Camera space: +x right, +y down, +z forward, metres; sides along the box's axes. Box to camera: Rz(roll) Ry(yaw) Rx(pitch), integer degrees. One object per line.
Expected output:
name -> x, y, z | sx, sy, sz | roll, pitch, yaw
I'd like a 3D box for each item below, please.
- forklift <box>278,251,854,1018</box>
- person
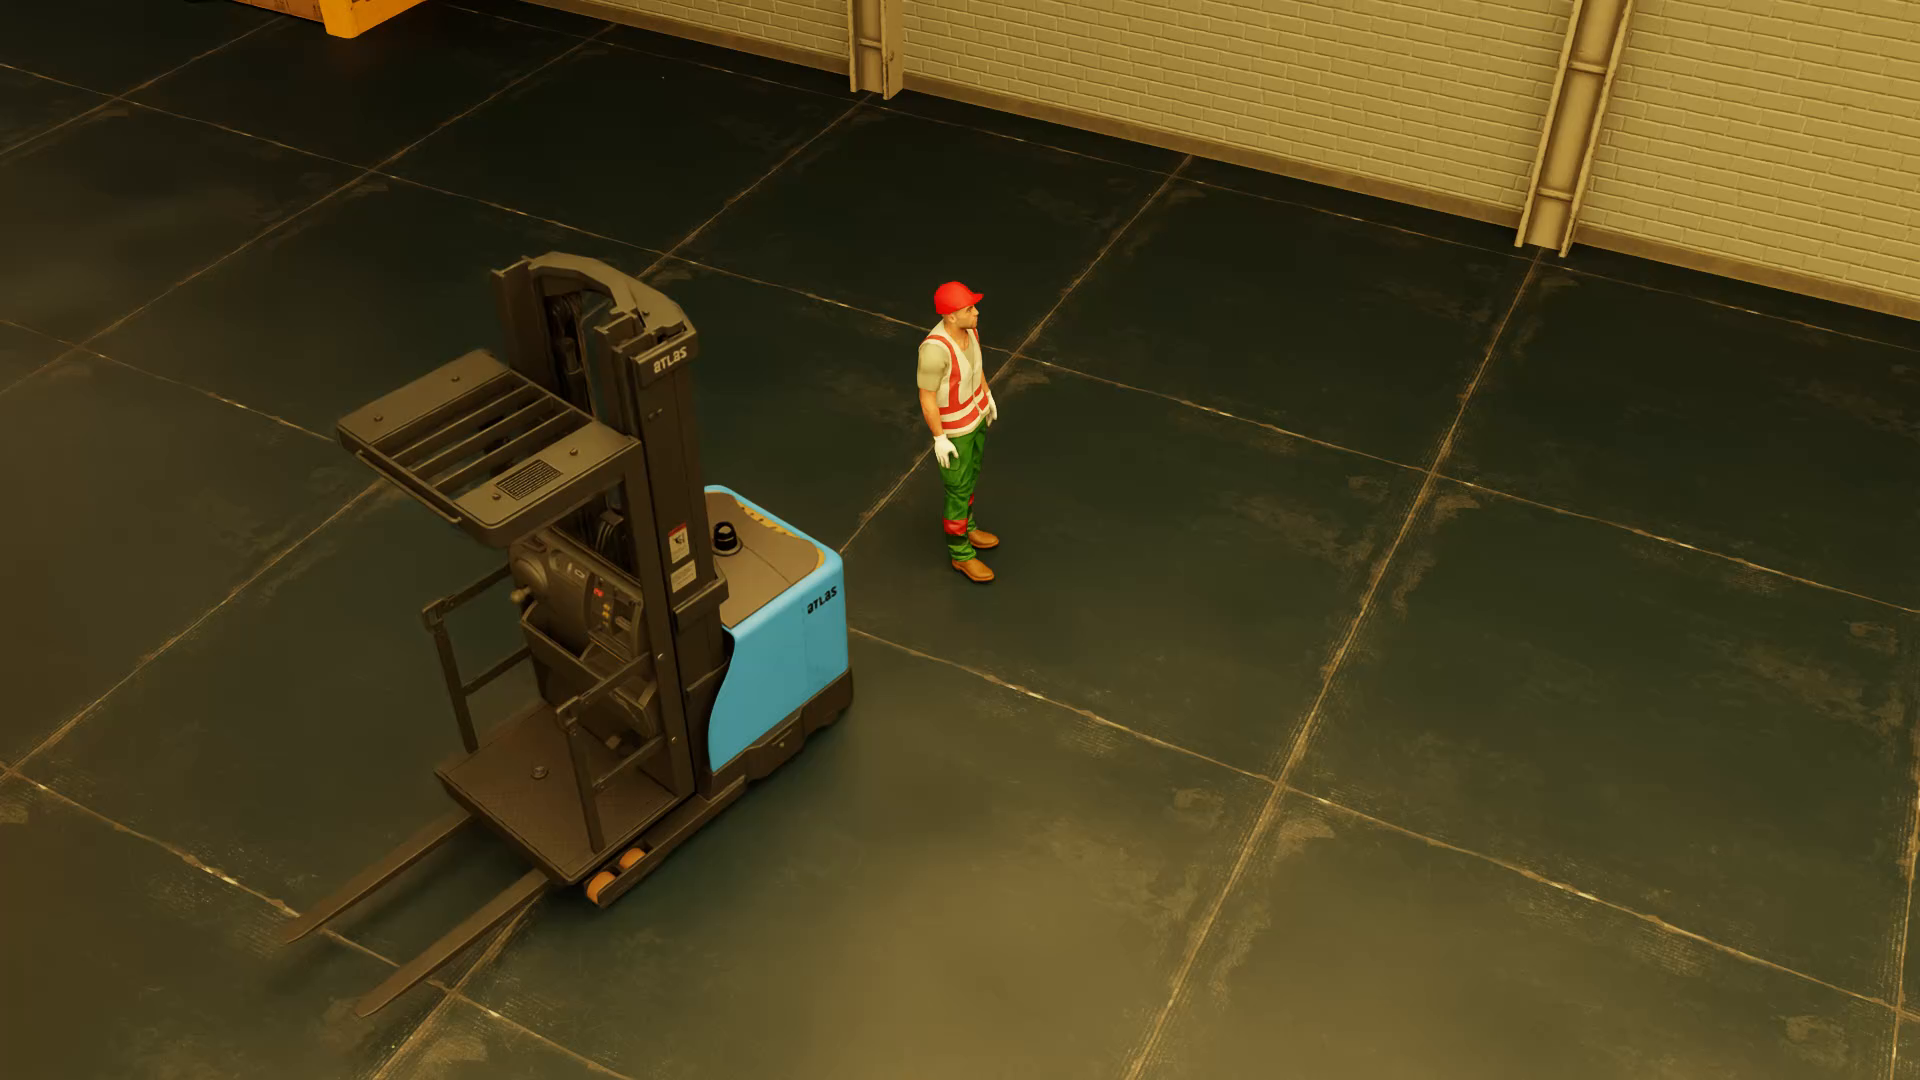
forklift -> -1.928, 0.297, 7.634 | 1.130, 2.935, 3.031 | 29, 48, 30
person -> 0.068, -0.659, 9.643 | 0.558, 1.790, 0.637 | 18, 43, 21
